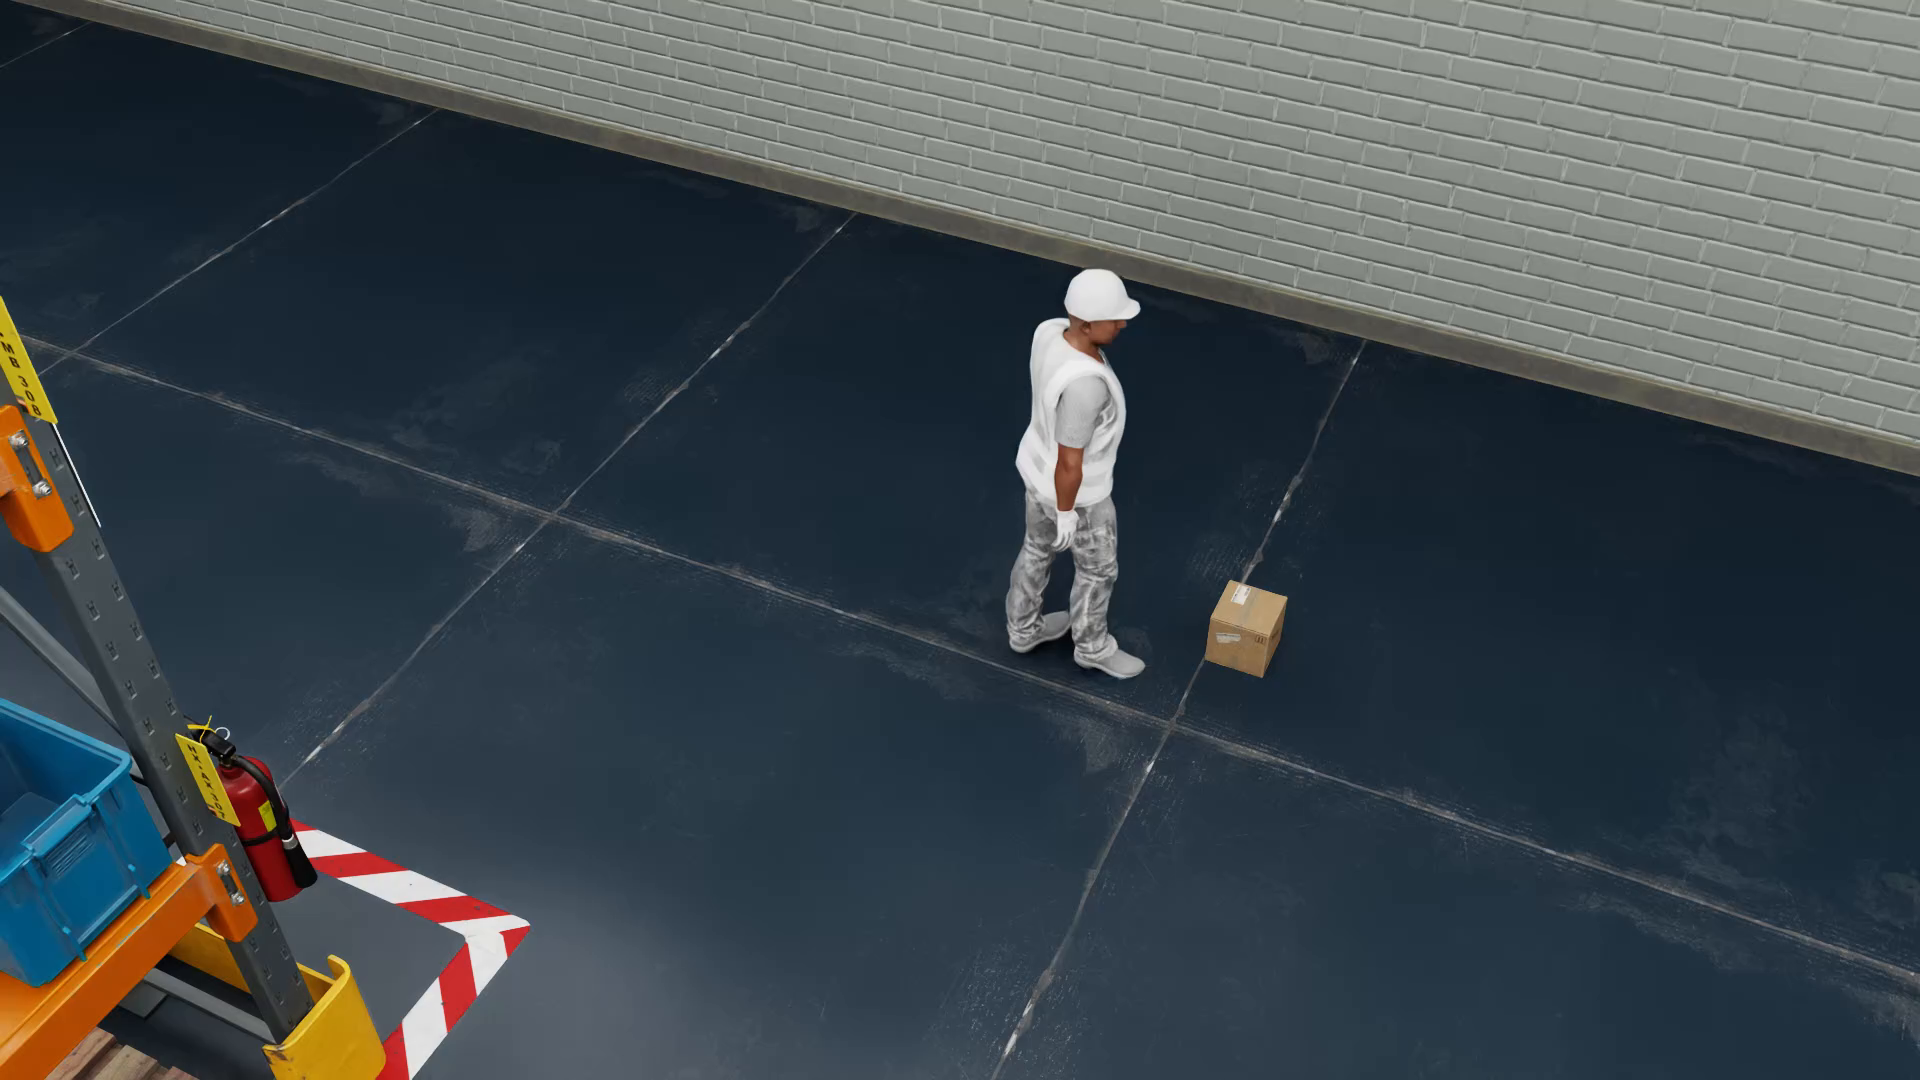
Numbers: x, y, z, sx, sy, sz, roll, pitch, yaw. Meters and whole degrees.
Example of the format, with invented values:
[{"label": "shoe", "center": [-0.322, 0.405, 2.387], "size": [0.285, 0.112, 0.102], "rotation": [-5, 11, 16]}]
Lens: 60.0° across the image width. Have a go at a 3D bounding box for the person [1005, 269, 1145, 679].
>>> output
[{"label": "person", "center": [0.448, -0.235, 6.407], "size": [0.513, 1.818, 0.570], "rotation": [-13, 43, -14]}]
